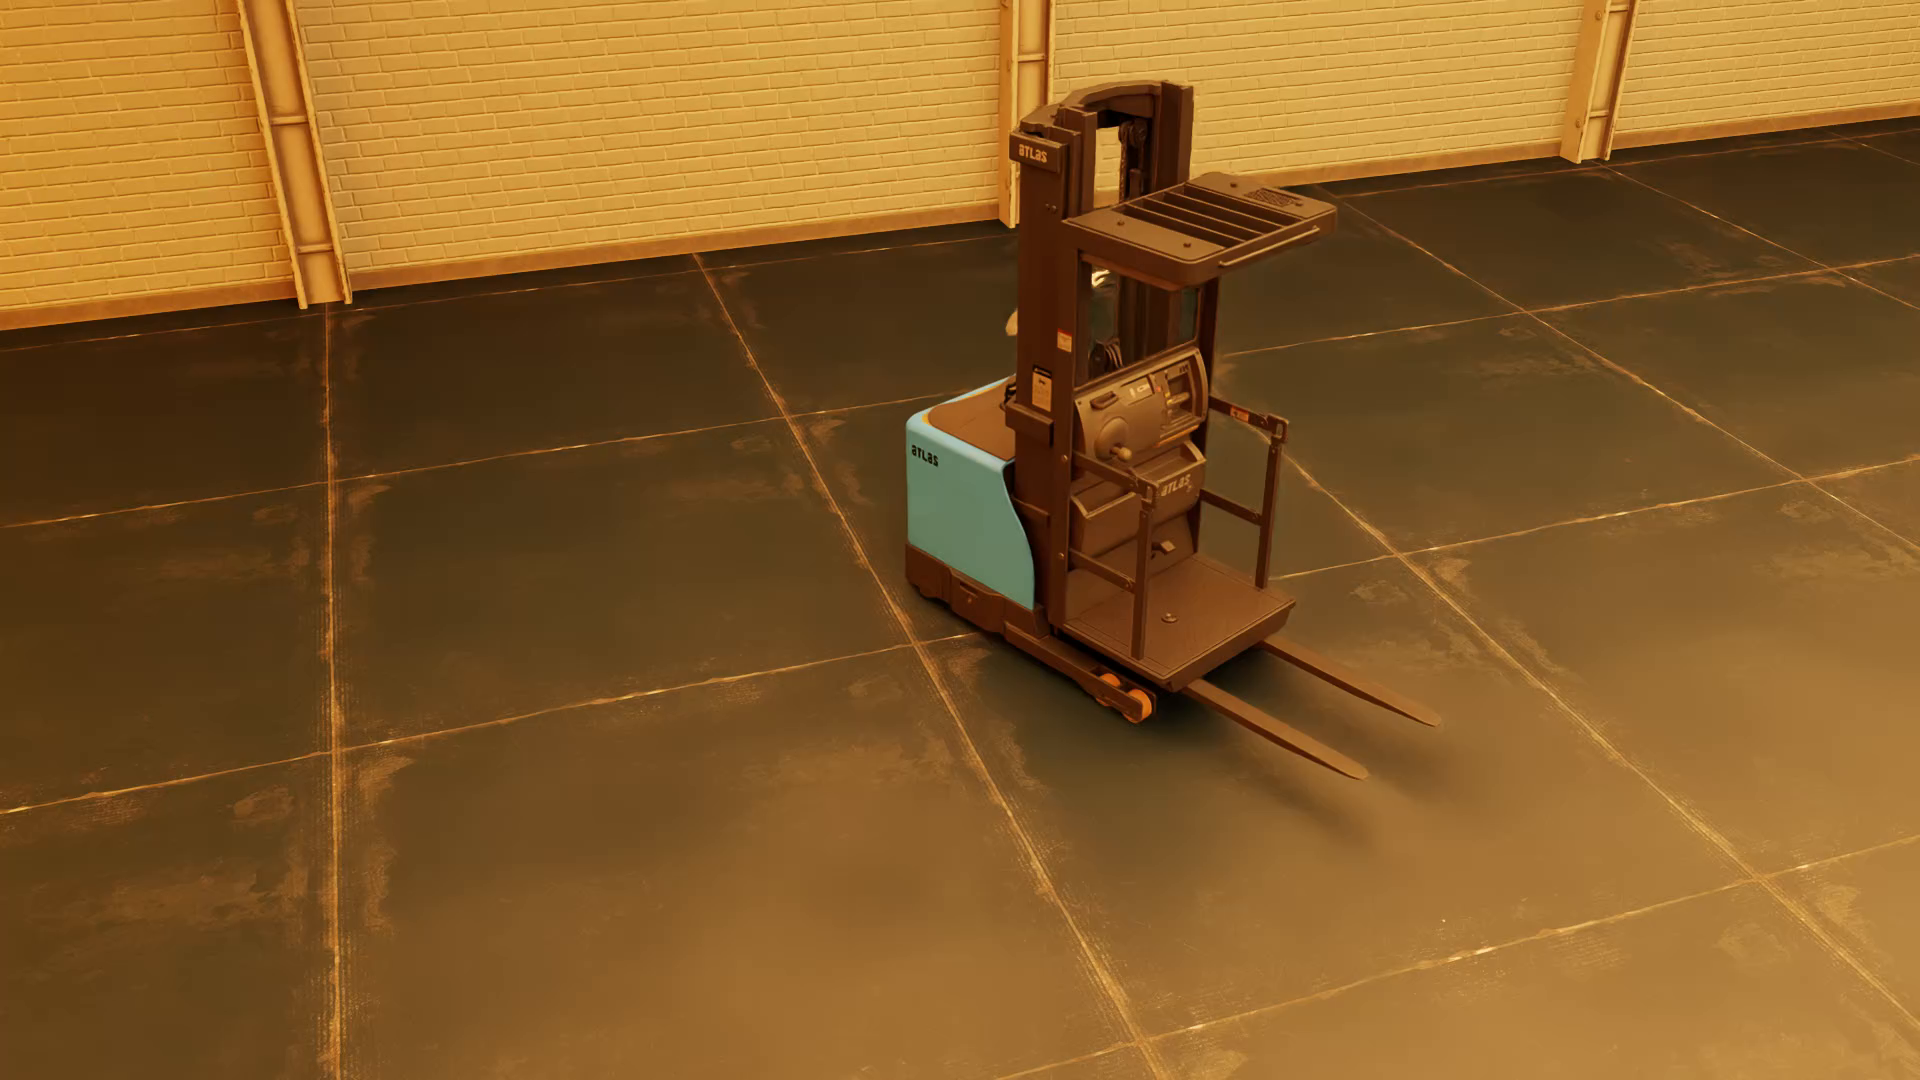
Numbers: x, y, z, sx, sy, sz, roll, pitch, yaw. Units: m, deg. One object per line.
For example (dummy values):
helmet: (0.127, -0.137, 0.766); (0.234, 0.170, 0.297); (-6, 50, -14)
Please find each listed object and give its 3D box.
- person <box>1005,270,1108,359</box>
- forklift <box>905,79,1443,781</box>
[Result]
person: (0.734, -0.723, 9.723); (0.708, 1.501, 0.979); (-21, 36, -31)
forklift: (1.062, -0.636, 8.193); (1.130, 2.935, 3.031); (-25, 38, -36)
